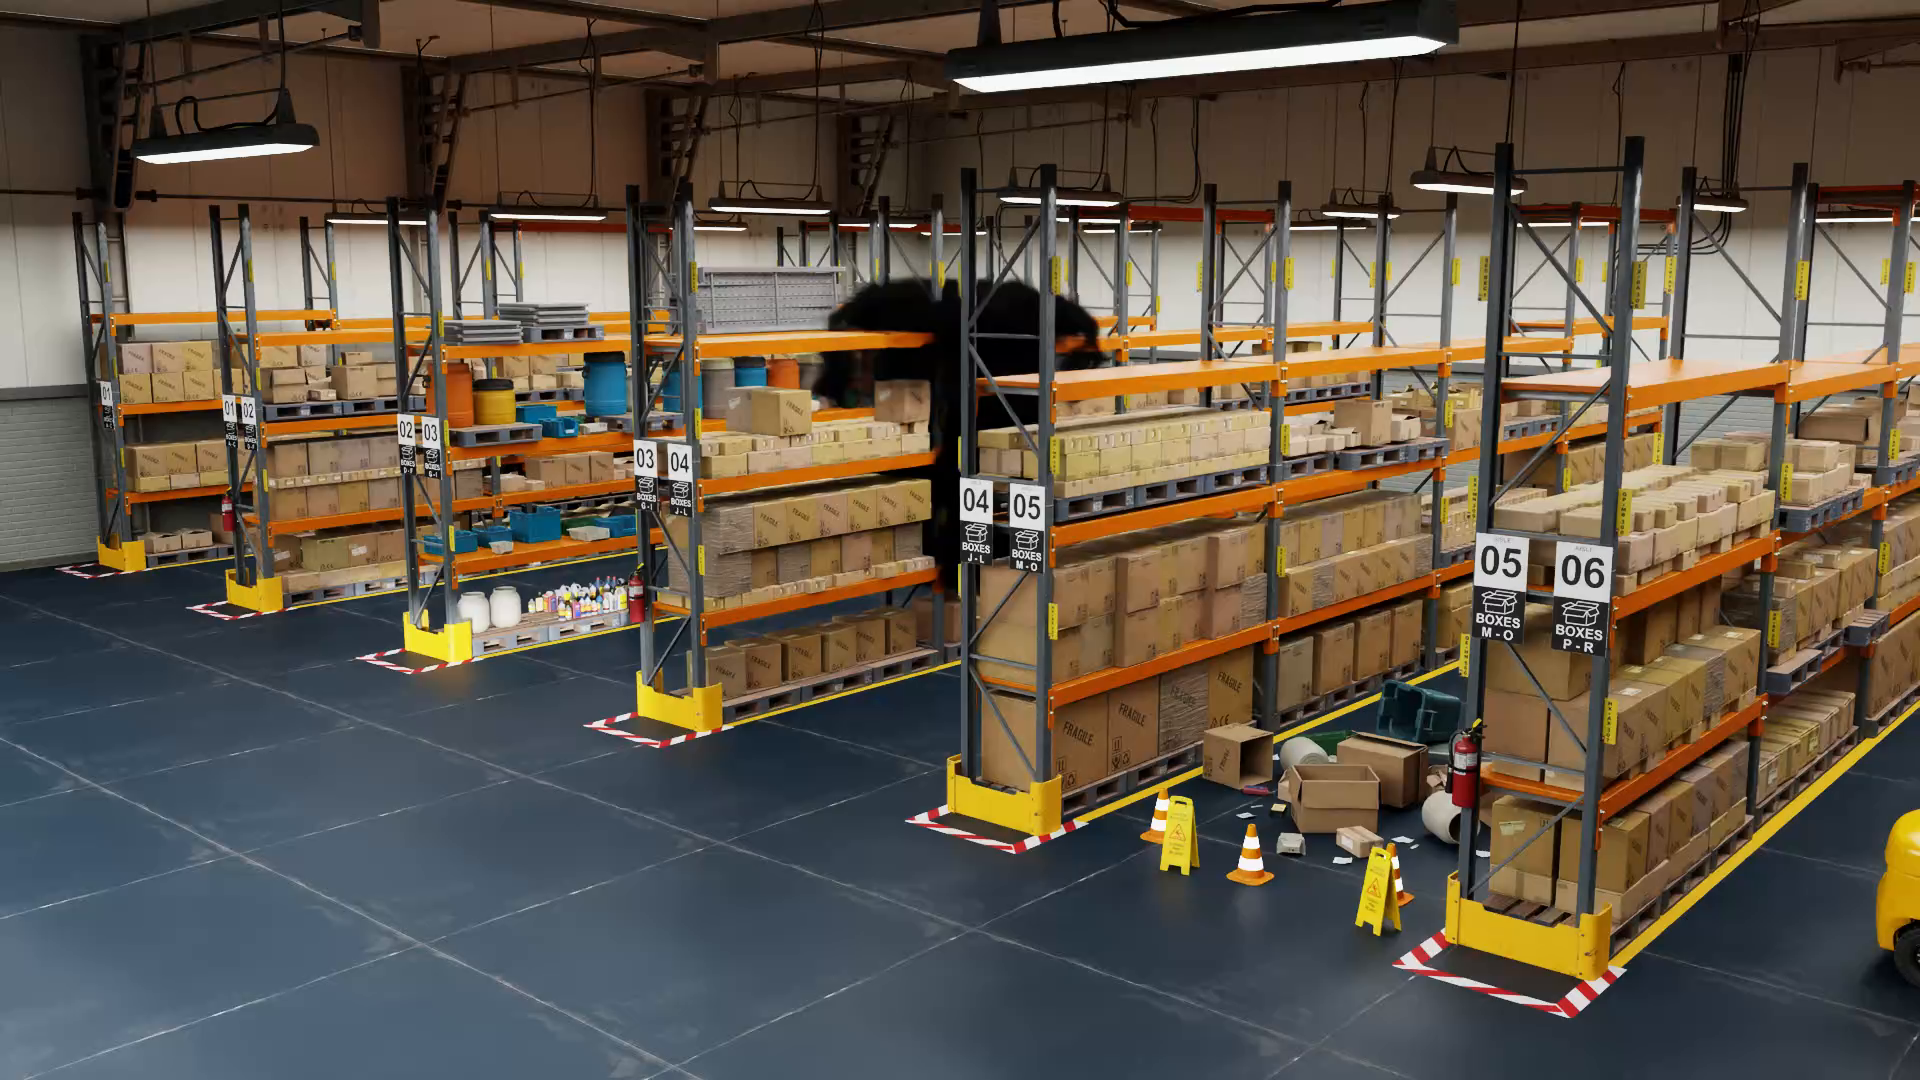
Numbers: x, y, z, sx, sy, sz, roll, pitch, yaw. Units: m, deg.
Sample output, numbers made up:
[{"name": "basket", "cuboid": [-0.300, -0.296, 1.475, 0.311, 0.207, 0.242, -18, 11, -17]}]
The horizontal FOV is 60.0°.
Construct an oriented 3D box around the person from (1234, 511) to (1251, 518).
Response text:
[{"name": "person", "cuboid": [3.811, 0.382, 22.418, 0.605, 1.628, 0.668, 6, 11, 30]}]
